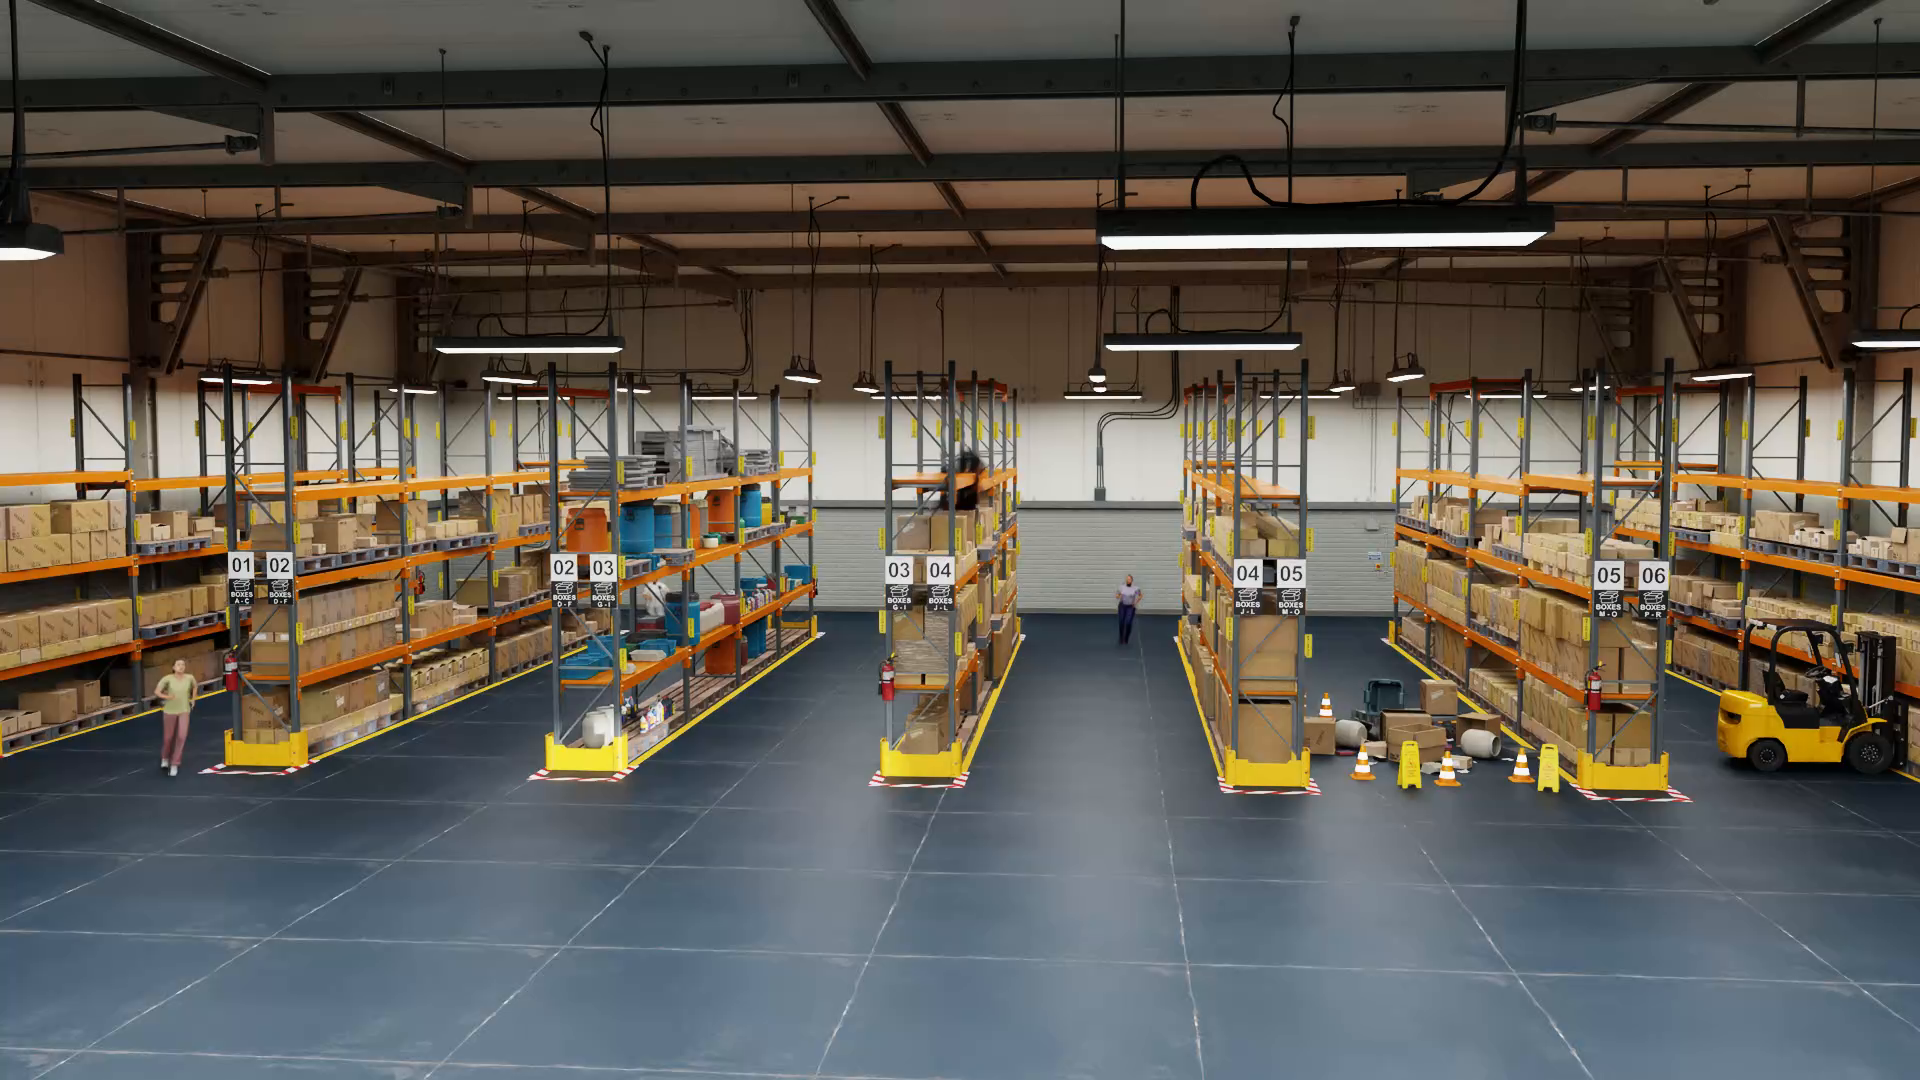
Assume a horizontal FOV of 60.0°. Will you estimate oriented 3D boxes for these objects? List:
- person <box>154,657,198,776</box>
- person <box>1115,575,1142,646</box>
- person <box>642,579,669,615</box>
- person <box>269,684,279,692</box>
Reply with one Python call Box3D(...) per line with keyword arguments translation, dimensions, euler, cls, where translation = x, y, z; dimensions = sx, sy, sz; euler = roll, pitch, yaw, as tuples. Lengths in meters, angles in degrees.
Box3D(translation=(-11.470, 2.552, 24.372), dimensions=(0.603, 1.687, 0.844), euler=(-2, 4, -32), cls="person")
Box3D(translation=(3.915, 1.662, 38.794), dimensions=(0.603, 1.684, 0.706), euler=(1, 4, 16), cls="person")
Box3D(translation=(-7.209, 1.602, 39.295), dimensions=(0.582, 1.670, 0.643), euler=(0, 4, -4), cls="person")
Box3D(translation=(-11.893, 2.191, 29.275), dimensions=(0.682, 1.841, 0.801), euler=(0, 4, 2), cls="person")
